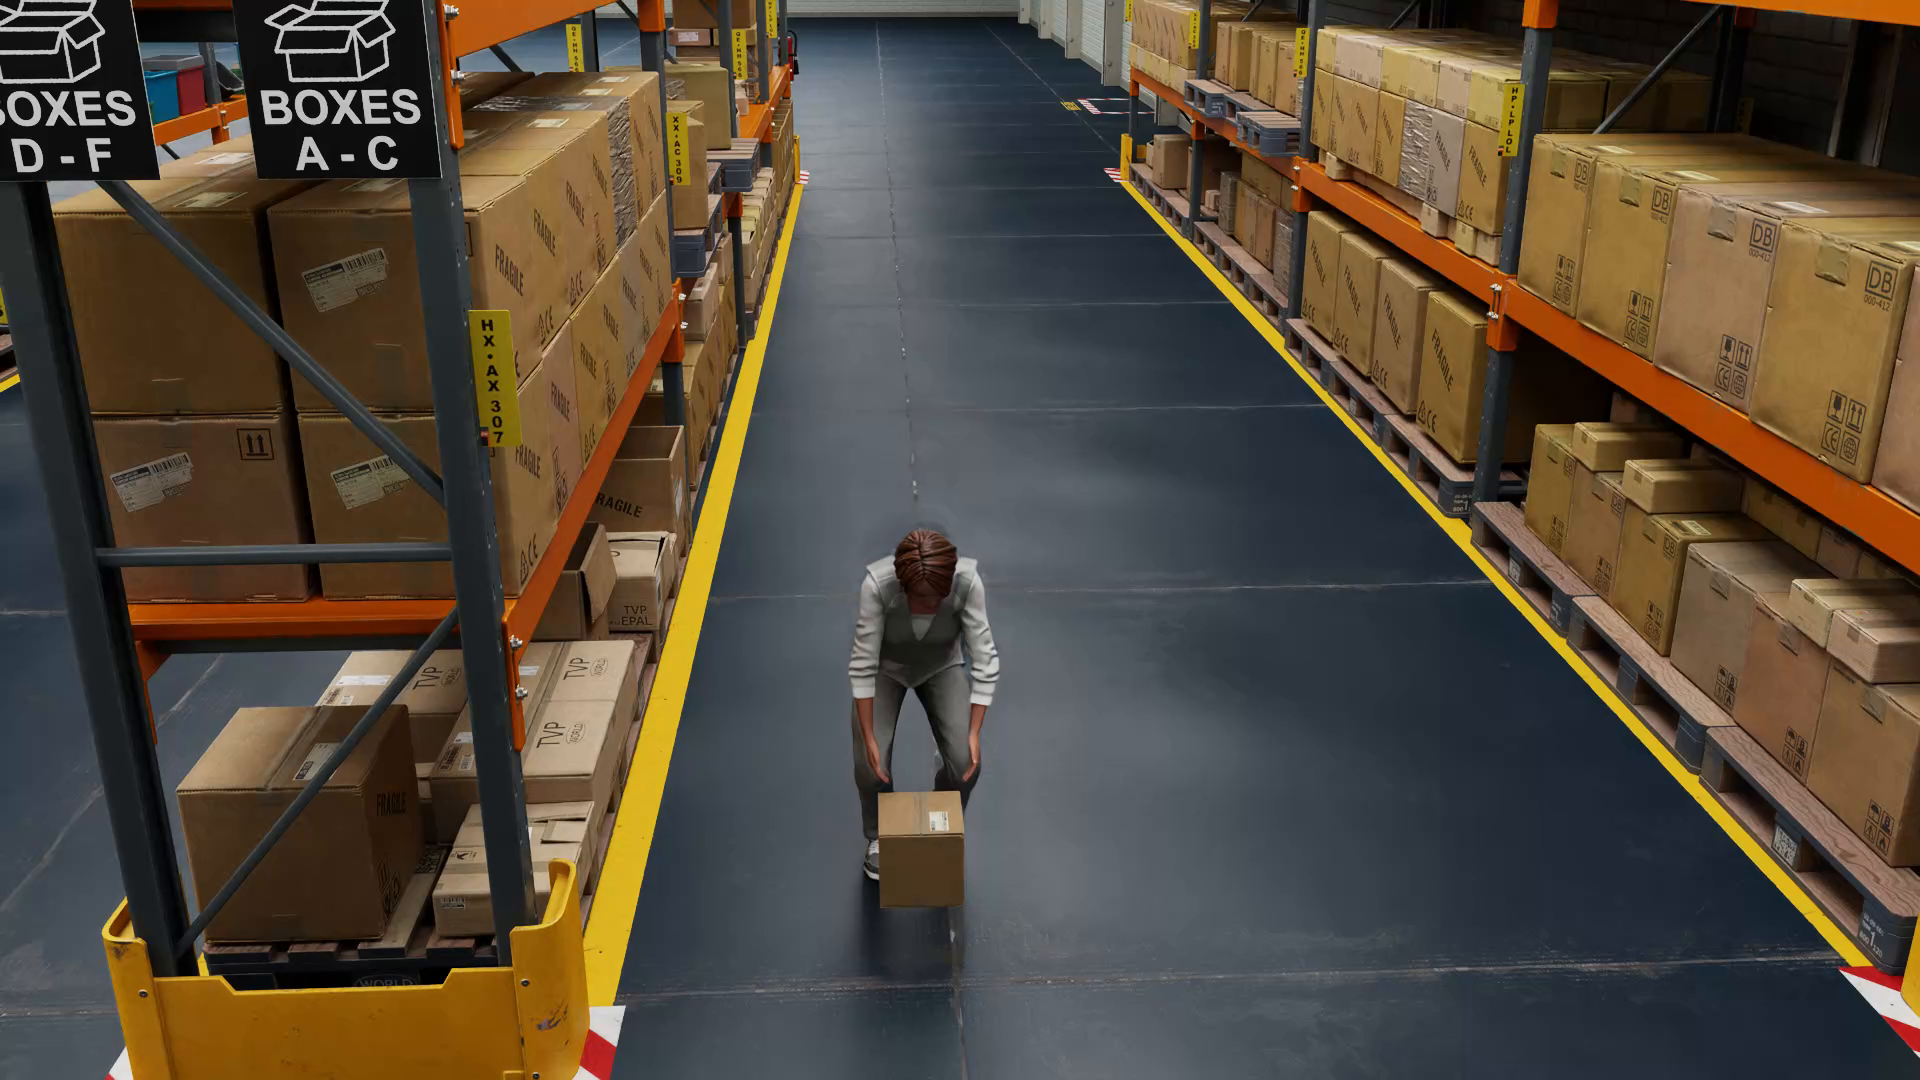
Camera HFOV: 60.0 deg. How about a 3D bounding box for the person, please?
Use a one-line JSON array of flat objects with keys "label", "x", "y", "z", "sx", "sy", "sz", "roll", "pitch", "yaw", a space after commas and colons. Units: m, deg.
[{"label": "person", "x": -0.117, "y": 0.498, "z": 5.266, "sx": 0.463, "sy": 1.257, "sz": 0.671, "roll": -1, "pitch": 21, "yaw": -3}]
